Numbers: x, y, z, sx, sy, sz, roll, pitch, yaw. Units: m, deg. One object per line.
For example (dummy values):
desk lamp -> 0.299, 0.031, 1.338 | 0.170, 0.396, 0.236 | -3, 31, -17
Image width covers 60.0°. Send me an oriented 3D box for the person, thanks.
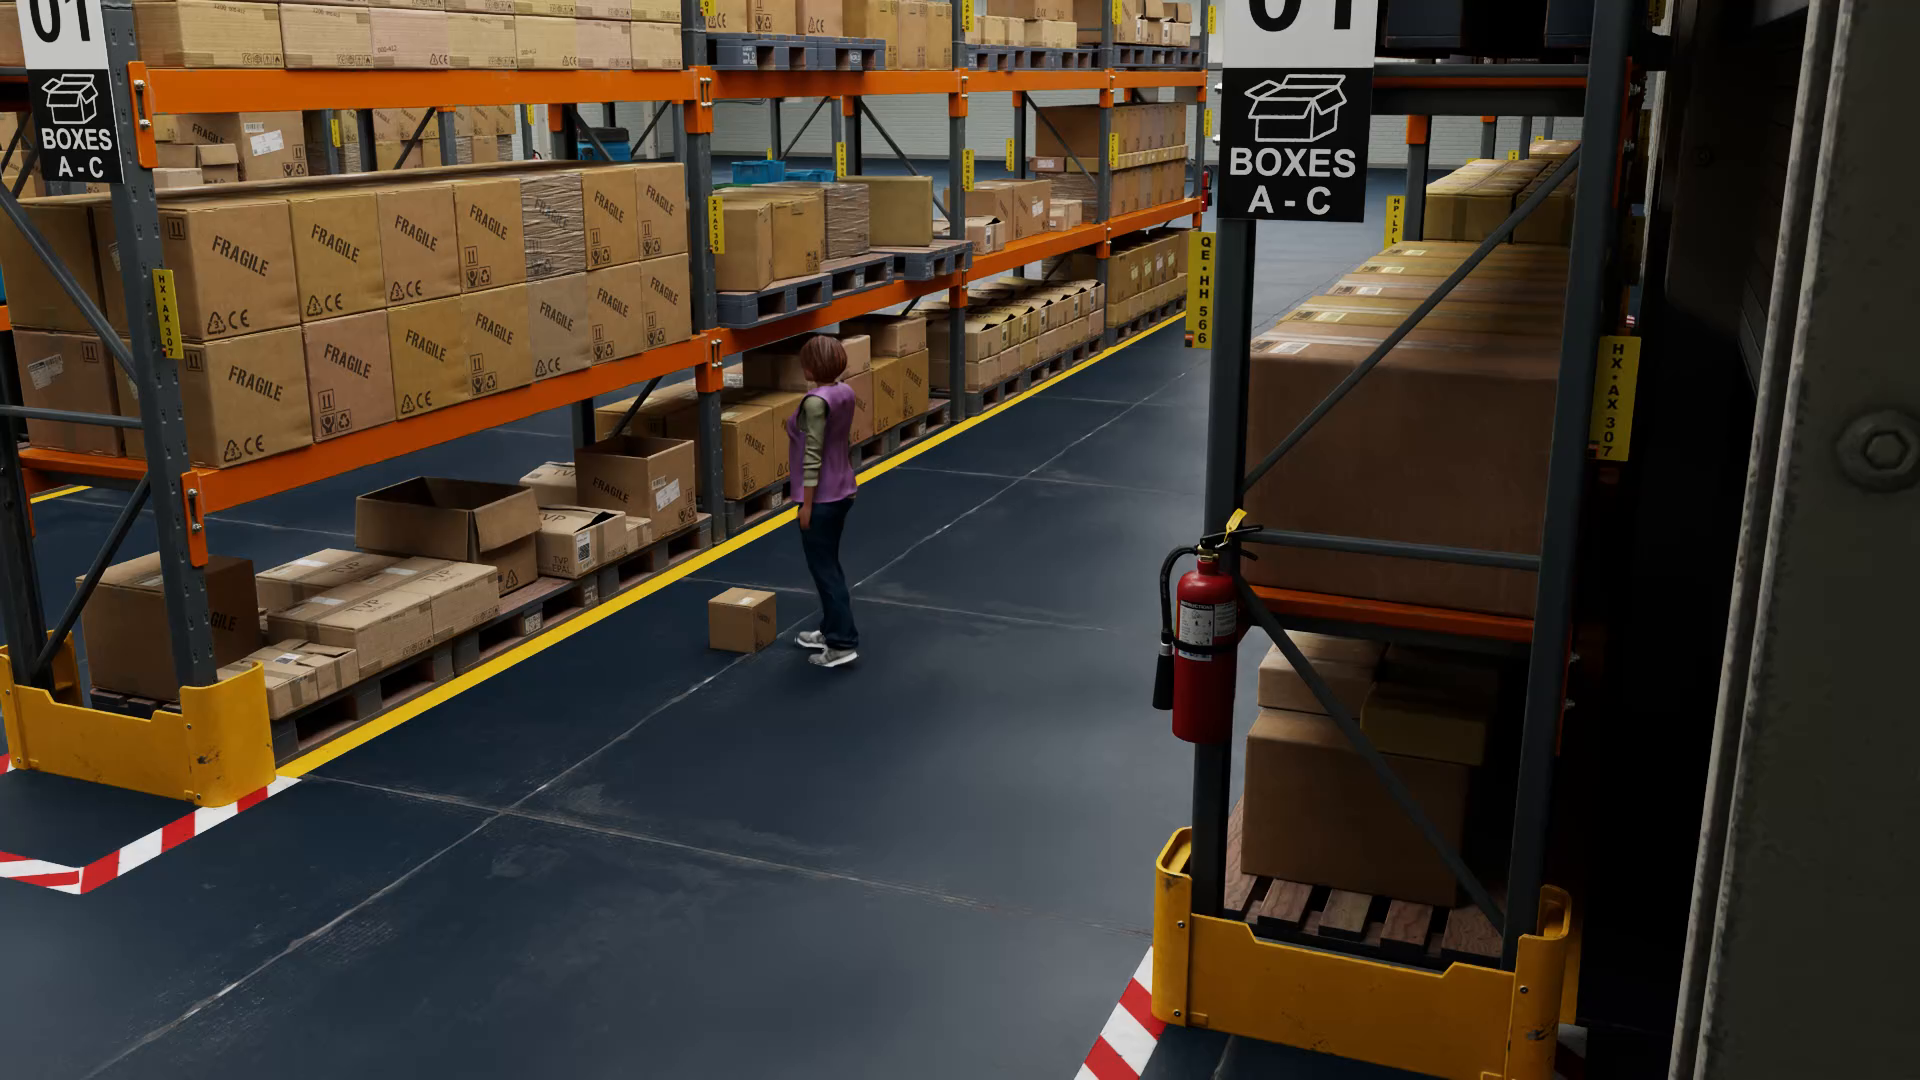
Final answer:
person -> -0.662, -0.182, 8.050 | 0.429, 1.629, 0.415 | 6, 17, 22
